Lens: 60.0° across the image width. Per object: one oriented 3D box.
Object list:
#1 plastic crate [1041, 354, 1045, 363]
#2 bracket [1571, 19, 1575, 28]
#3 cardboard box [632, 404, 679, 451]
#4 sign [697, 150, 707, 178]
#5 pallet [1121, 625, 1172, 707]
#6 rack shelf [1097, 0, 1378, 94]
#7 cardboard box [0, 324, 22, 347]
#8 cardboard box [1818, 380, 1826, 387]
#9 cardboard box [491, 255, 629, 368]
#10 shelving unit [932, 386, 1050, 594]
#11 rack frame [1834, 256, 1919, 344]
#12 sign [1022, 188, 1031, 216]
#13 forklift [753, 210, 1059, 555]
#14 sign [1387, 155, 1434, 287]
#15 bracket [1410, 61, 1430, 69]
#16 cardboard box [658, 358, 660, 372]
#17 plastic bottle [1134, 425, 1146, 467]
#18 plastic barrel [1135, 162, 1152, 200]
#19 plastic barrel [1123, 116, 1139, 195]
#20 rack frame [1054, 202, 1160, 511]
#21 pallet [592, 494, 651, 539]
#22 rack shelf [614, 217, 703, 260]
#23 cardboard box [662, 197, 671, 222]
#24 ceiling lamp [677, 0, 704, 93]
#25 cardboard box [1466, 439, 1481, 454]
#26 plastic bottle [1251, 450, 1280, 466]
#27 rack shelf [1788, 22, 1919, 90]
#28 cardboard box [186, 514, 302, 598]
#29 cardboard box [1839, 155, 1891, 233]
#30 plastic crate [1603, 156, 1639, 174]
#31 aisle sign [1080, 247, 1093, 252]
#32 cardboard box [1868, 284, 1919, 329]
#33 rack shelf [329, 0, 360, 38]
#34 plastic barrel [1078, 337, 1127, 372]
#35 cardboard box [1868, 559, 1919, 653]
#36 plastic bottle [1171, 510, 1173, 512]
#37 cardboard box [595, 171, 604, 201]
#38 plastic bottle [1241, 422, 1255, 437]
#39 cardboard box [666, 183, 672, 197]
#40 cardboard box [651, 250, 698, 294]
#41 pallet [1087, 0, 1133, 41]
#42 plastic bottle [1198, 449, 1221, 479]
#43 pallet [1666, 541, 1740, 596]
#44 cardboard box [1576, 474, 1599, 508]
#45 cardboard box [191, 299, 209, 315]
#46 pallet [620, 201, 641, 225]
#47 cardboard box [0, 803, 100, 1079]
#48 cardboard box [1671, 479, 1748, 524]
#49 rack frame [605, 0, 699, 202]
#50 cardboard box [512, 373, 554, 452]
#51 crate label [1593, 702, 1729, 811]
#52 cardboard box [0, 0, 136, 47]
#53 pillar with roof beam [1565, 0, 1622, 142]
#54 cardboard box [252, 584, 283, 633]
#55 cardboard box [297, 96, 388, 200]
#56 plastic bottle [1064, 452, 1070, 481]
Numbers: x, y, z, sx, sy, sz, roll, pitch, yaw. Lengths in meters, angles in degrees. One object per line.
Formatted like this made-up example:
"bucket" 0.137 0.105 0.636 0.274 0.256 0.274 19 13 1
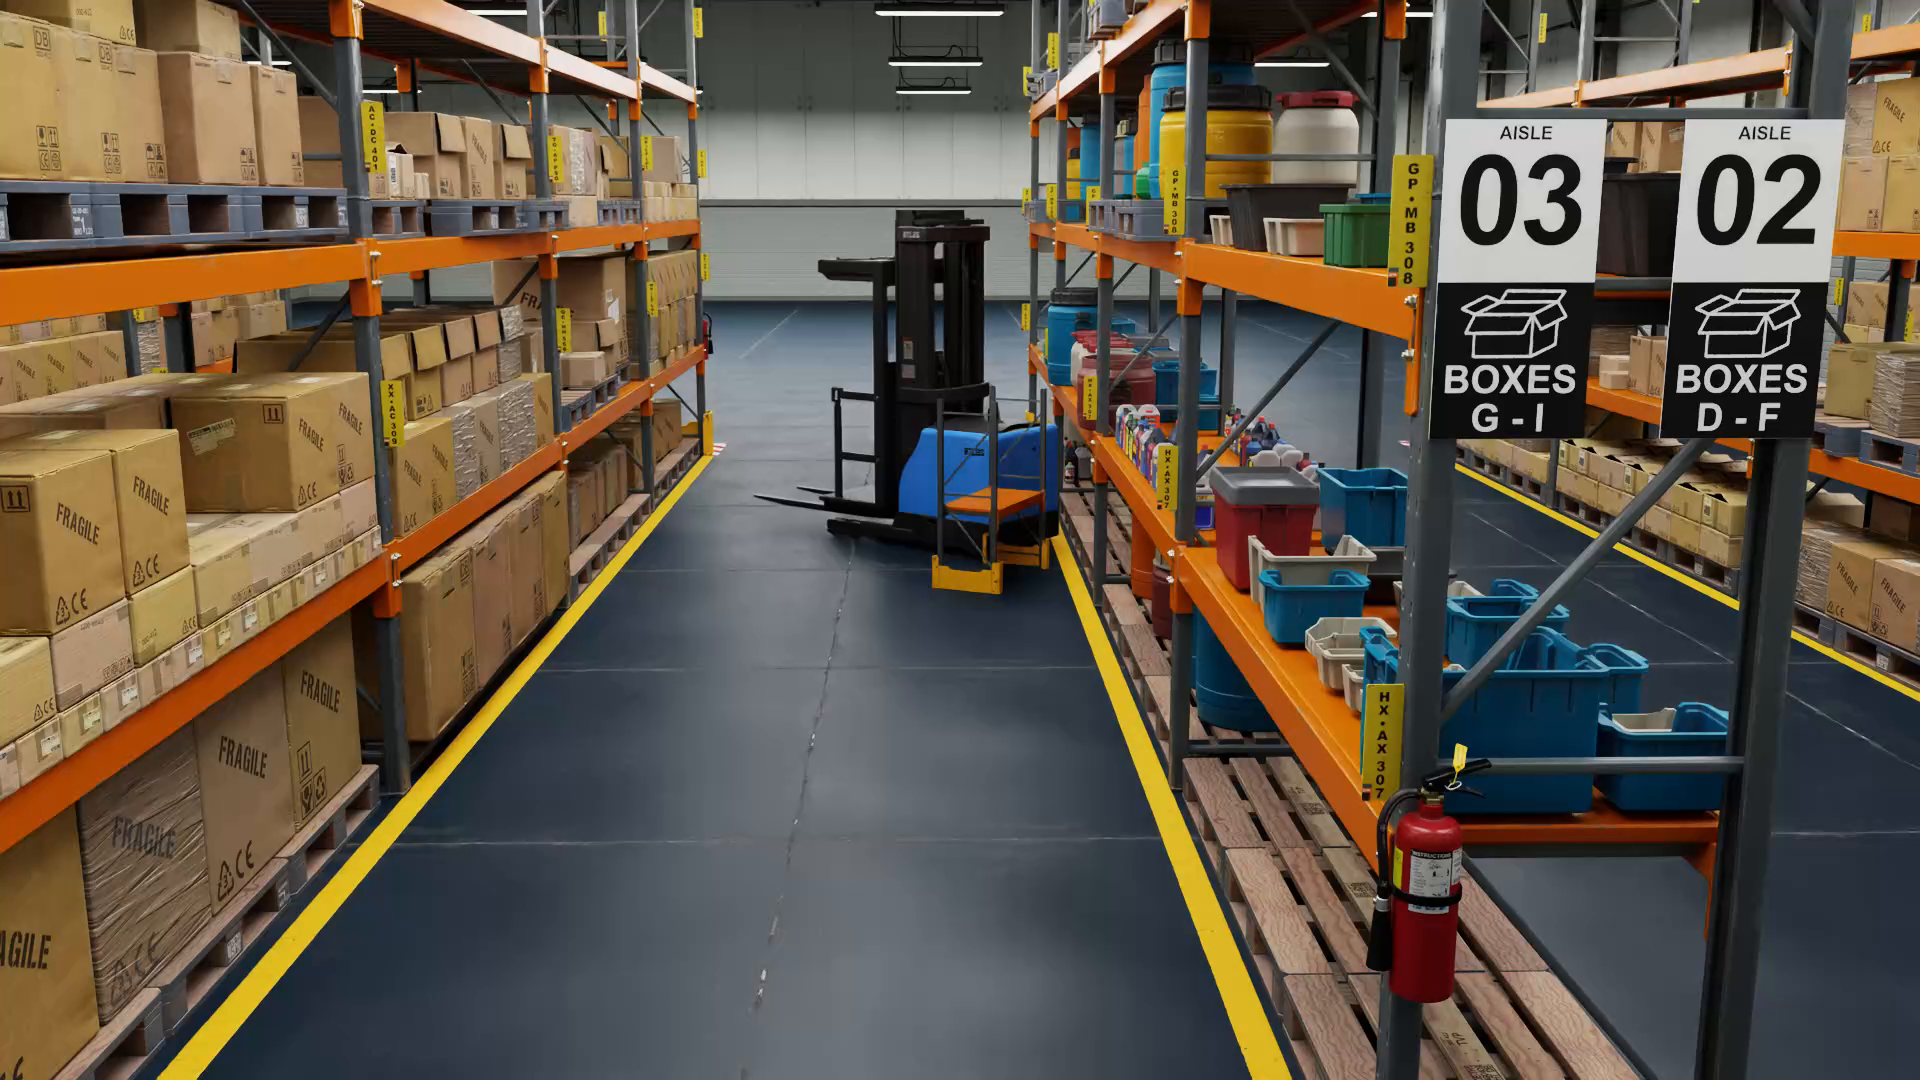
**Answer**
"plastic crate" 1.142 -1.962 17.848 0.530 0.136 0.437 0 11 -1
"bracket" 11.519 -9.640 30.890 0.235 0.232 0.430 0 11 -1
"cardboard box" -3.563 -1.282 19.064 0.500 0.500 0.500 3 12 14
"sign" -3.050 -4.446 19.660 0.100 0.325 0.005 0 11 -1
"pallet" 1.592 0.791 10.630 1.003 0.211 1.213 0 11 -1
"rack shelf" 1.553 -2.968 9.872 1.077 0.370 4.000 0 11 -1
"cardboard box" -8.436 -1.886 14.044 0.700 0.500 0.500 0 11 -2
"cardboard box" 6.639 -1.129 13.302 0.500 0.311 0.500 0 11 -2
"cardboard box" -3.646 -2.090 15.253 1.000 1.000 1.000 0 11 -1
"shelving unit" 0.263 -0.431 13.413 0.587 1.500 1.083 5 13 24
"rack frame" 11.251 -2.605 20.356 1.000 3.000 0.127 0 11 -1
"sign" 0.796 -4.037 19.849 0.100 0.325 0.005 0 11 -1
"forklift" -0.595 -1.519 15.175 3.031 2.935 1.130 9 14 36
"sign" 1.127 -0.797 4.163 0.100 0.325 0.005 0 11 -1
"bracket" 11.341 -11.348 39.311 0.076 0.066 4.783 0 11 -1
"cardboard box" -3.252 -1.769 16.867 0.380 0.149 0.250 0 11 -1
"plastic bottle" 1.191 -0.617 10.879 0.097 0.271 0.097 0 11 0
"plastic barrel" 1.304 -2.362 10.949 0.294 0.245 0.294 0 11 0
"plastic barrel" 1.683 -3.125 14.112 0.600 0.901 0.708 0 11 -1
"rack frame" 1.429 -1.769 16.236 1.000 3.000 0.127 0 11 -1
"pallet" -3.505 -0.228 15.650 1.003 0.211 1.213 0 11 -1
"rack shelf" -3.564 -3.264 17.868 1.077 0.370 4.000 0 11 -1
"cardboard box" -3.292 -3.440 17.304 0.500 0.250 0.500 -1 11 -3
"ceiling lamp" -7.766 -13.386 43.727 2.000 3.185 0.800 0 11 -1
"cardboard box" 6.111 -1.136 18.974 0.500 0.250 0.500 0 11 -1
"plastic bottle" 1.794 -0.395 9.775 0.152 0.276 0.135 0 11 -1
"rack shelf" 6.505 -2.988 9.968 1.077 0.370 4.000 0 11 -1
"cardboard box" -3.062 0.060 6.848 0.500 0.250 0.500 0 11 0
"cardboard box" 6.517 -2.325 11.178 0.910 0.500 0.500 0 11 -1
"plastic crate" 1.920 -1.128 5.688 0.504 0.338 0.767 0 11 -1
"aisle sign" 1.642 -3.854 19.973 0.394 0.787 0.004 0 11 -1
"cardboard box" 10.961 -2.715 19.336 0.500 0.500 0.500 0 11 -1
"rack shelf" -3.316 -2.153 5.852 1.077 0.370 4.000 0 11 -1
"plastic barrel" 1.245 -1.499 14.562 0.433 0.535 0.433 0 11 0
"cardboard box" 6.225 0.415 10.650 0.500 0.500 0.500 -1 11 -3
"plastic bottle" 1.248 -0.336 9.296 0.144 0.351 0.185 0 11 -1
"cardboard box" -3.403 -3.172 14.890 0.396 0.266 0.258 0 11 1
"plastic bottle" 1.943 -0.686 11.221 0.097 0.271 0.097 0 11 0
"cardboard box" -3.309 -3.769 17.922 0.380 0.149 0.250 -1 11 -4
"cardboard box" -3.347 -3.121 19.382 0.500 0.500 0.500 0 11 -1
"pallet" 1.496 -3.482 11.071 1.213 0.211 1.003 0 11 -1
"plastic bottle" 1.392 -0.337 9.299 0.144 0.351 0.185 0 11 -1
"pallet" 6.486 0.209 13.498 1.003 0.211 1.213 0 11 -1
"cardboard box" 6.151 -0.464 15.663 0.500 0.250 0.500 0 11 0
"cardboard box" -8.459 -2.642 17.442 0.875 0.550 0.550 0 11 -1
"pallet" -3.617 -3.004 15.249 1.213 0.211 1.003 0 11 -1
"cardboard box" -3.368 1.345 5.173 0.875 0.875 0.875 0 11 -1
"cardboard box" 6.190 -0.333 13.606 0.500 0.311 0.500 0 11 -2
"rack frame" -3.606 -5.484 19.458 1.000 3.000 0.127 0 11 -1
"cardboard box" -3.182 -0.906 11.728 0.500 0.500 0.500 0 11 1
"crate label" 2.001 0.618 4.737 0.416 0.233 0.303 0 11 -1
"cardboard box" -3.307 -1.907 5.923 0.500 0.250 0.500 -1 11 -3
"pillar with roof beam" 7.578 -7.777 30.762 9.100 9.000 0.548 0 11 -1
"cardboard box" -2.997 0.279 6.771 0.380 0.149 0.250 0 11 -2
"cardboard box" -3.380 -1.999 8.515 0.700 0.500 0.500 0 11 0
"plastic bottle" 1.089 -0.748 16.927 0.061 0.283 0.133 0 11 2
